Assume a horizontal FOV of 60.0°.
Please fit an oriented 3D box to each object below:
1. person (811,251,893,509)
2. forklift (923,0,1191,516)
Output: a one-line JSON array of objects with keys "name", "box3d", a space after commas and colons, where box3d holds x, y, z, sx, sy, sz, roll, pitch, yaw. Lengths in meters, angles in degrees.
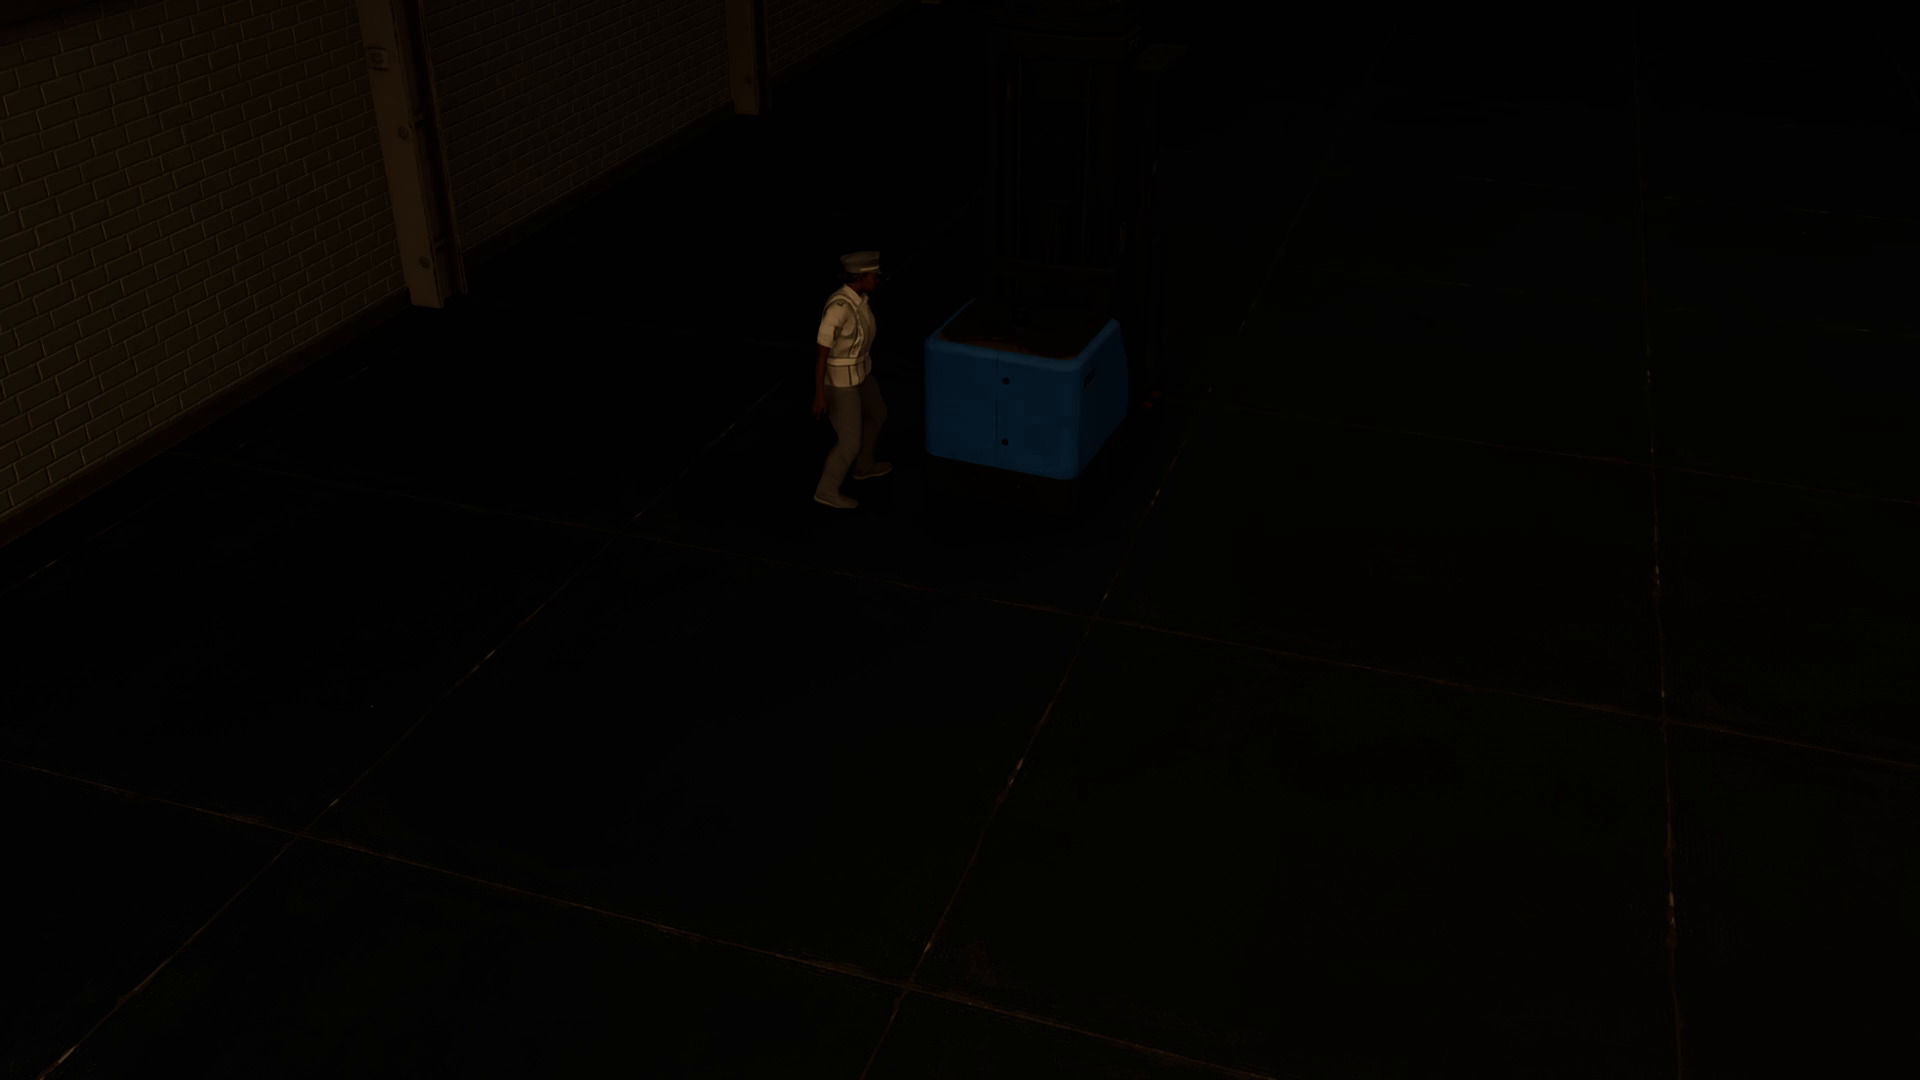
[{"name": "person", "box3d": [-0.674, -0.989, 10.216, 0.423, 1.632, 0.804, 8, 31, 14]}, {"name": "forklift", "box3d": [0.803, -2.135, 10.882, 1.130, 2.935, 3.031, 12, 32, 20]}]
